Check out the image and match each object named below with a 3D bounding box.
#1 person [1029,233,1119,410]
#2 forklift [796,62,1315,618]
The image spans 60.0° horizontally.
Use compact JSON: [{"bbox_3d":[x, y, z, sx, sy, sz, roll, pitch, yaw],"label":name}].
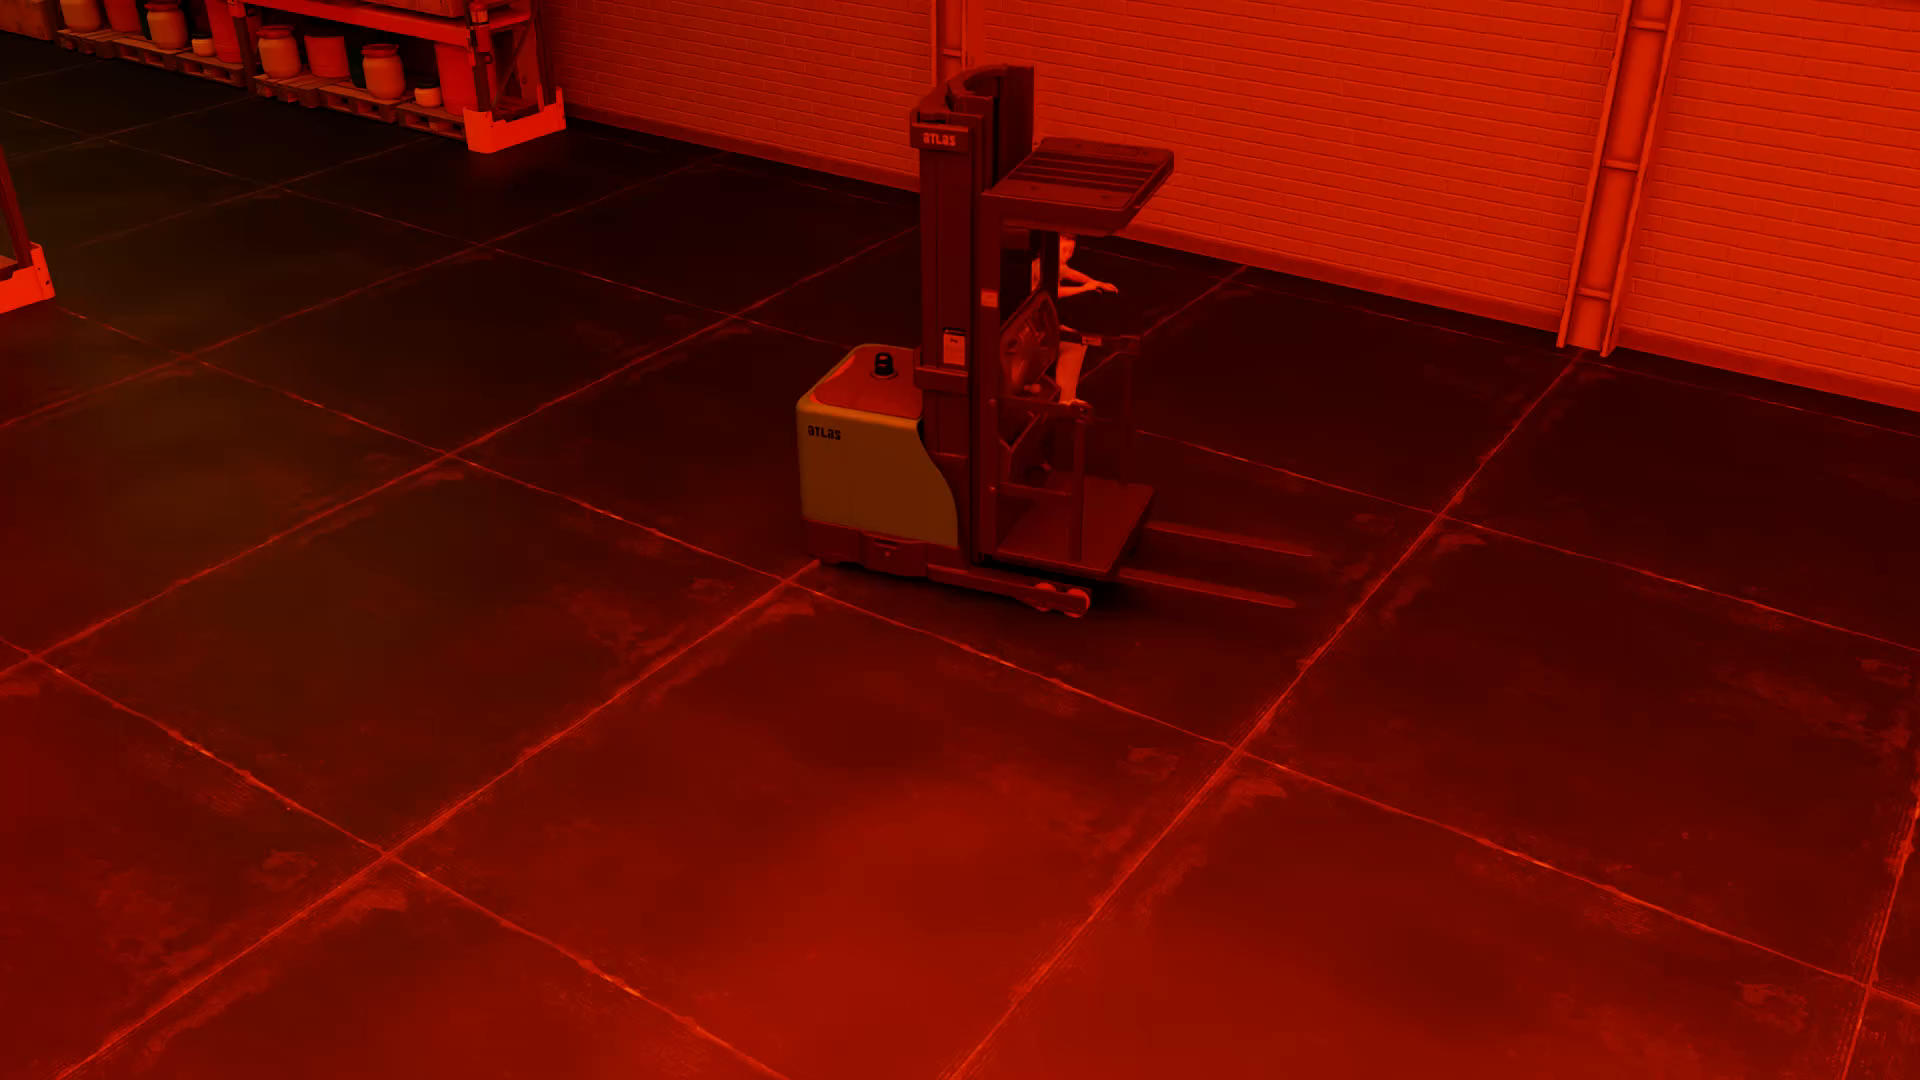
[{"bbox_3d":[0.782,-1.529,11.746,1.016,1.383,0.698,-15,33,-23],"label":"person"},{"bbox_3d":[0.588,-1.115,9.502,3.031,2.935,1.130,11,32,18],"label":"forklift"}]
